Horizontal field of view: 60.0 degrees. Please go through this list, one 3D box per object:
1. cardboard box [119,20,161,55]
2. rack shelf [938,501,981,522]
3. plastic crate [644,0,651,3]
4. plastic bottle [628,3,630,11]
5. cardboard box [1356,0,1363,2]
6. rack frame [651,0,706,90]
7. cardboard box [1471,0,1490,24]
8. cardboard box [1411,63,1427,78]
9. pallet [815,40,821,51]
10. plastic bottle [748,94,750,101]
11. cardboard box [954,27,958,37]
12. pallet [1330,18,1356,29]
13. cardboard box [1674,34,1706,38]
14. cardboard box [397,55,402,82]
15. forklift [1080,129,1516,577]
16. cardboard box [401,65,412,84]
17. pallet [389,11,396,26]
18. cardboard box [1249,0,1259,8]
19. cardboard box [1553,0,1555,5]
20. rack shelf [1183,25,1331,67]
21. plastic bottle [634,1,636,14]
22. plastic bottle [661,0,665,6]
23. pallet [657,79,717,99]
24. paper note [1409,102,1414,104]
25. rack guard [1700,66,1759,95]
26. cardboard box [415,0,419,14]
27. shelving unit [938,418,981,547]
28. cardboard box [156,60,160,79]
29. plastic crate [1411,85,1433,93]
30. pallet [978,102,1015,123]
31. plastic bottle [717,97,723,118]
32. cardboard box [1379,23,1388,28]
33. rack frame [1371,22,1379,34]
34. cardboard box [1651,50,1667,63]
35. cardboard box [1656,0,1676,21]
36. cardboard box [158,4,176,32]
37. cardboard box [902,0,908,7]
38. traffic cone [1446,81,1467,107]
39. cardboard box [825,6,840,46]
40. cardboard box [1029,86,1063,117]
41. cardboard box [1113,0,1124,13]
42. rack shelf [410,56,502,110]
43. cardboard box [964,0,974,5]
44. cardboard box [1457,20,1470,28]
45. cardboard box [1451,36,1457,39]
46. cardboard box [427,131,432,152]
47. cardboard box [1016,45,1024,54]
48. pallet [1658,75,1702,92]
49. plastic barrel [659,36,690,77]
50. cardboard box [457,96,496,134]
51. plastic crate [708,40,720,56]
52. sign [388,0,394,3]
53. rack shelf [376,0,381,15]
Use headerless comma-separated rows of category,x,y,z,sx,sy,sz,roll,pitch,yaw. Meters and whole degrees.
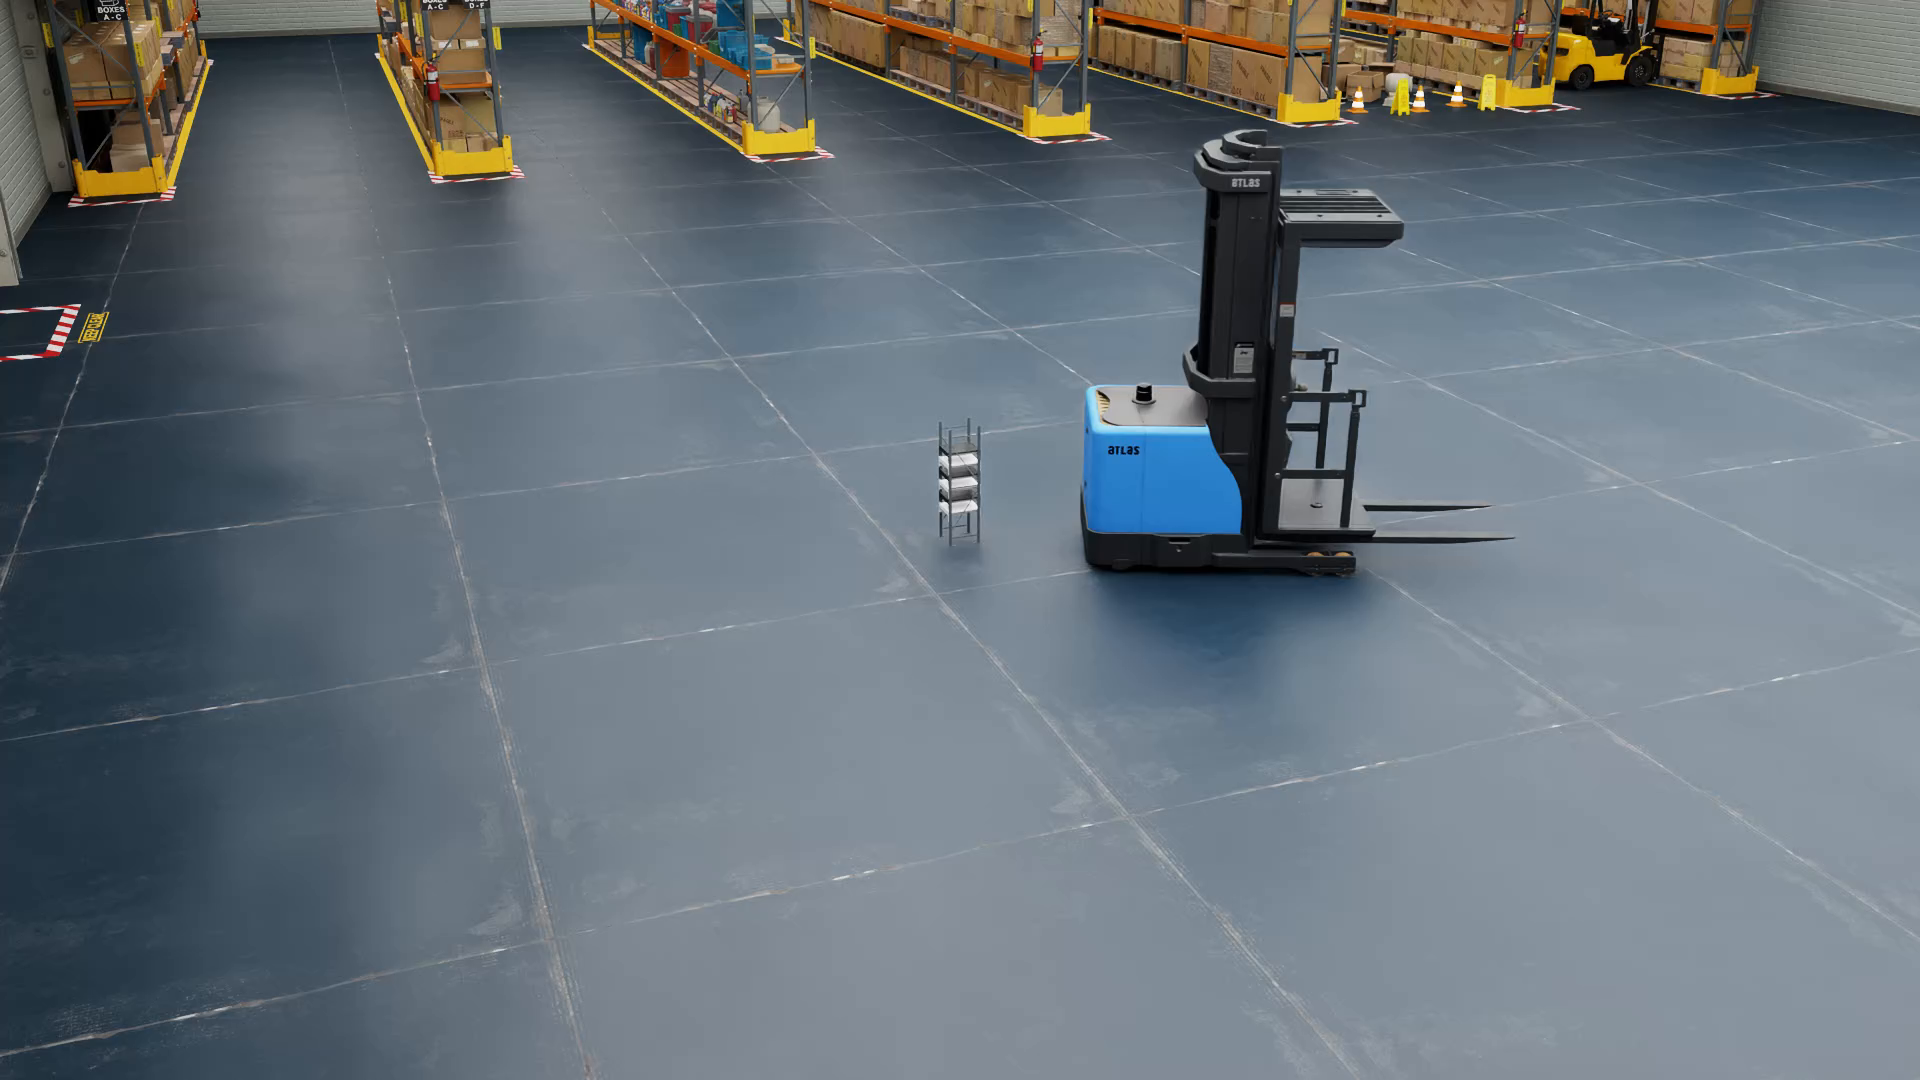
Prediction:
cardboard box,-13.143,-8.040,26.666,0.500,0.500,0.500,-8,24,-19
rack shelf,-0.003,-0.221,12.165,0.258,0.077,0.200,-8,24,-19
plastic crate,-7.188,-12.245,37.703,0.396,0.136,0.243,-8,24,-19
plastic bottle,-7.171,-11.624,36.223,0.097,0.201,0.097,0,23,0
cardboard box,8.839,-11.789,36.140,0.380,0.149,0.250,-8,24,-19
rack frame,-5.744,-10.697,33.767,1.000,3.000,0.127,-8,24,-19
cardboard box,10.365,-10.354,32.443,0.500,0.500,0.500,-8,24,-19
cardboard box,9.729,-9.765,34.556,0.500,0.250,0.500,-7,24,-16
pallet,-3.154,-12.276,41.104,1.003,0.211,1.213,-8,24,-19
plastic bottle,-3.766,-7.961,30.121,0.144,0.351,0.185,-10,25,-22
cardboard box,0.097,-9.688,31.696,0.380,0.149,0.250,-8,24,-19
pallet,10.713,-14.280,45.860,1.003,0.211,1.213,-8,24,-19
cardboard box,15.290,-10.464,34.926,0.500,0.250,0.500,-9,24,-19
cardboard box,-11.112,-9.565,33.734,0.500,0.500,0.500,-9,25,-21
forklift,2.411,-1.304,11.570,3.031,2.935,1.130,0,23,1
cardboard box,-10.469,-8.973,31.954,0.500,0.311,0.500,-7,24,-17
pallet,-11.071,-10.636,33.870,1.003,0.211,1.213,-8,24,-19
cardboard box,5.945,-10.229,31.075,0.875,0.550,0.550,-8,24,-19
cardboard box,13.610,-12.225,37.586,0.500,0.250,0.500,-8,24,-19
rack shelf,5.685,-9.509,31.874,1.077,0.370,4.000,-8,24,-19
plastic bottle,-6.926,-11.404,35.610,0.097,0.271,0.097,0,23,0
plastic bottle,-6.389,-11.519,35.883,0.097,0.271,0.097,0,23,0
pallet,-5.507,-9.125,33.628,1.003,0.211,1.213,-8,24,-19
paper note,8.790,-8.531,32.452,0.148,0.019,0.142,-18,29,-37
rack guard,15.637,-9.351,33.792,1.175,0.500,0.348,-8,24,-19
cardboard box,-8.804,-9.049,28.057,0.700,0.500,0.500,-8,24,-19
shelving unit,-0.003,-0.418,12.082,0.258,0.900,0.210,-8,24,-19
cardboard box,-12.788,-7.331,25.948,0.500,0.250,0.500,-8,24,-19
plastic crate,9.361,-9.254,34.104,0.402,0.080,0.583,-18,29,-37
pallet,1.008,-7.955,30.852,1.003,0.211,1.213,-8,24,-19
plastic bottle,-4.217,-7.652,29.387,0.144,0.351,0.185,-9,24,-19
cardboard box,11.350,-13.707,43.586,0.500,0.500,0.500,-7,24,-17
rack frame,11.390,-14.872,43.673,1.000,3.000,0.127,-8,24,-19
cardboard box,14.795,-10.171,34.875,0.500,0.250,0.500,-9,24,-20
cardboard box,14.853,-11.076,34.539,0.500,0.500,0.500,-9,24,-20
cardboard box,-14.945,-9.741,30.963,0.500,0.500,0.500,-8,24,-17
cardboard box,-0.882,-11.425,34.826,0.500,0.500,0.500,-12,25,-25
traffic cone,9.628,-8.639,32.152,0.336,0.463,0.334,-8,24,-19
cardboard box,-2.682,-12.295,39.754,0.875,0.875,0.875,-8,24,-19
cardboard box,1.511,-7.740,29.430,0.500,0.500,0.500,-4,23,-9
cardboard box,3.654,-11.682,35.975,0.500,0.500,0.500,-9,24,-19
rack shelf,-8.260,-7.507,27.125,1.077,0.370,4.000,-8,24,-19
cardboard box,0.402,-10.187,30.758,0.500,0.500,0.500,-8,24,-19
cardboard box,10.137,-10.275,33.090,0.380,0.149,0.250,-9,24,-20
cardboard box,10.215,-10.192,34.603,0.500,0.500,0.500,-8,24,-18
cardboard box,-8.207,-6.372,26.507,0.500,0.250,0.500,-8,24,-19
cardboard box,1.198,-8.604,29.124,0.380,0.149,0.250,-8,24,-19
pallet,15.320,-9.499,34.515,1.003,0.211,1.213,-8,24,-19
plastic barrel,-5.933,-10.066,34.523,0.600,0.830,0.708,-8,24,-19
cardboard box,-7.713,-6.790,26.533,0.500,0.500,0.500,-8,24,-19
plastic crate,-4.116,-8.614,29.098,0.450,0.188,0.662,-8,24,-19
sign,-10.884,-10.438,31.763,0.100,0.325,0.005,-8,24,-19
rack shelf,-12.499,-11.867,37.470,1.077,0.370,4.000,-8,24,-19
